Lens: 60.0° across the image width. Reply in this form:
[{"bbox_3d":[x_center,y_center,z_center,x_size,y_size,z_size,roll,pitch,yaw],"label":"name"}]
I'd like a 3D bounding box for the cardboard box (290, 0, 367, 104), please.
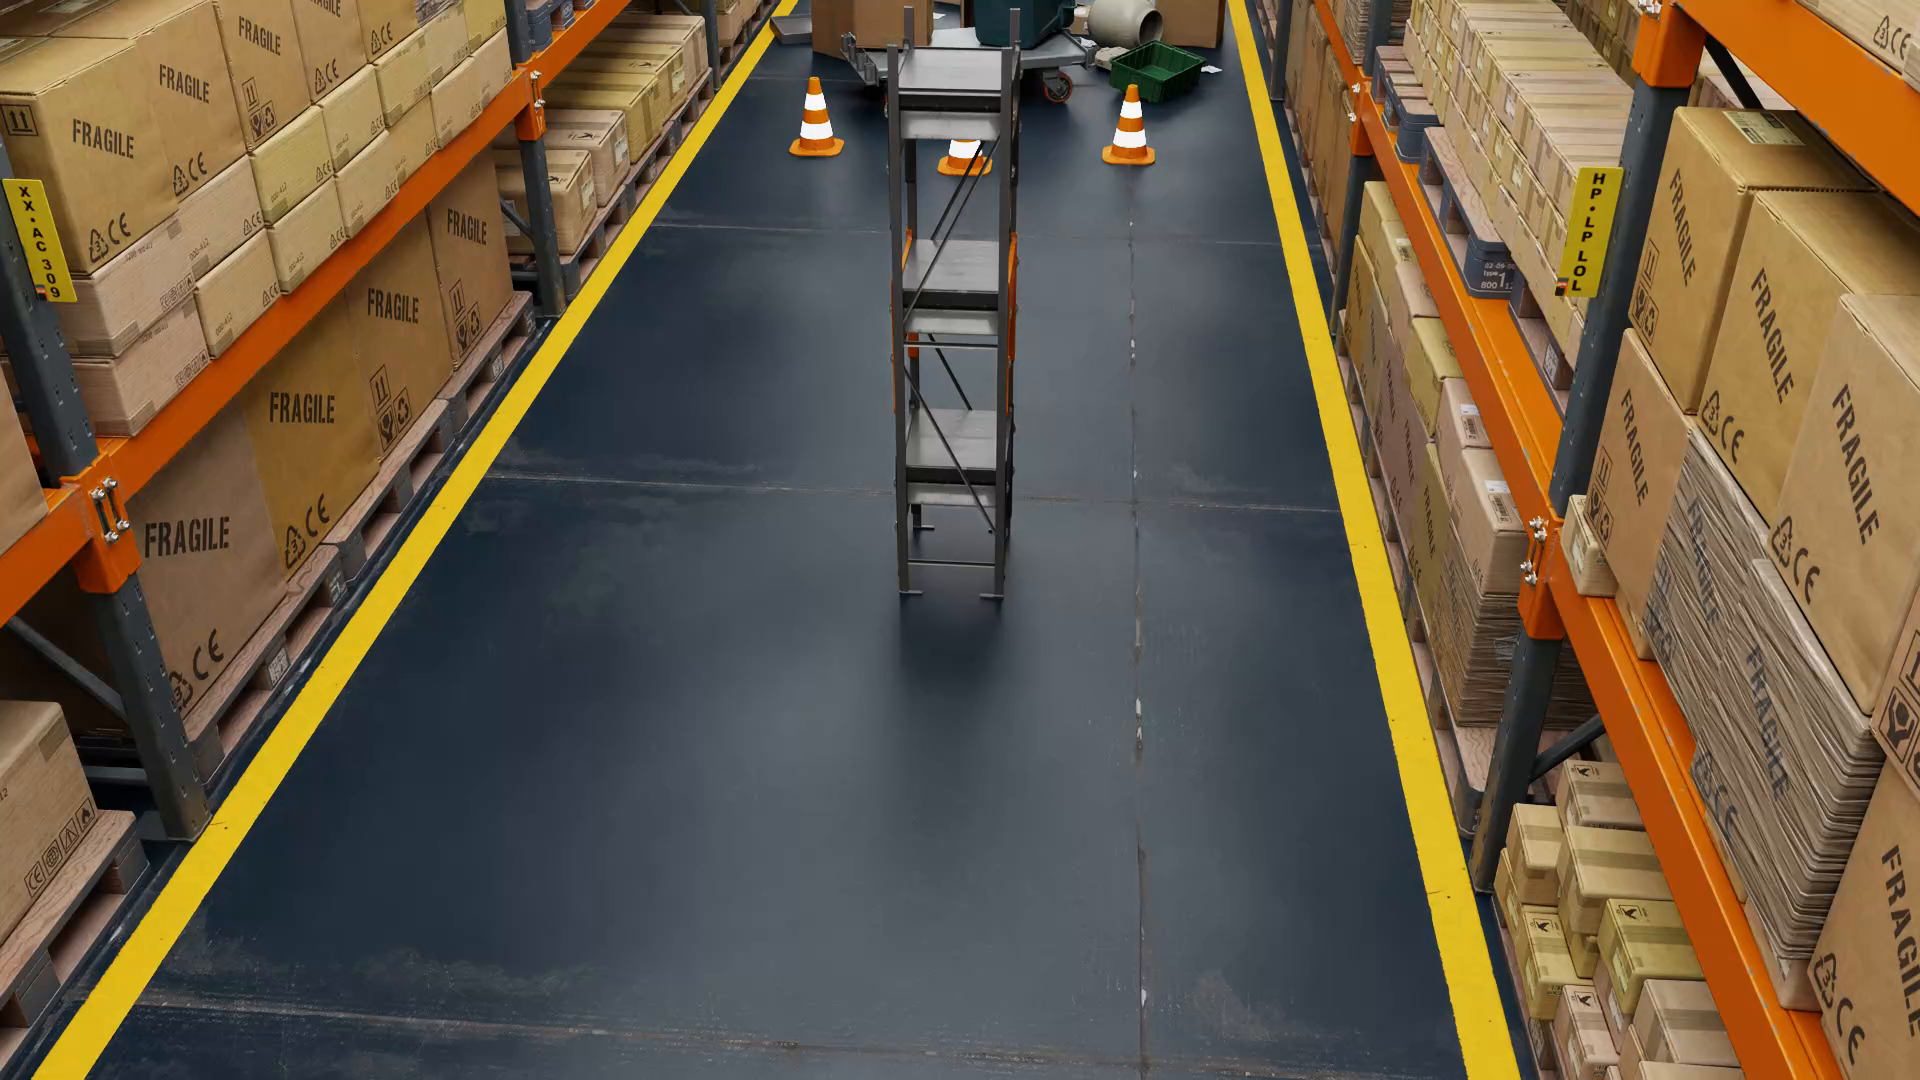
[{"bbox_3d":[-2.471,-1.863,5.866,0.500,0.500,0.500,2,32,3],"label":"cardboard box"}]

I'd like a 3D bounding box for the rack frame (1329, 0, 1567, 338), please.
[{"bbox_3d":[2.382,-2.310,7.640,1.000,3.000,0.127,2,32,4],"label":"rack frame"}]

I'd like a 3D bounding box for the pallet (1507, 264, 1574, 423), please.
[{"bbox_3d":[2.263,-0.530,4.934,1.003,0.211,1.213,2,32,4],"label":"pallet"}]

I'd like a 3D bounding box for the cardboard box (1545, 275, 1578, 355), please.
[{"bbox_3d":[1.911,-0.642,4.773,0.380,0.149,0.250,3,32,4],"label":"cardboard box"}]

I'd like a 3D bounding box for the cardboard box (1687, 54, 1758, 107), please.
[{"bbox_3d":[2.669,-1.547,5.674,0.380,0.149,0.250,3,32,5],"label":"cardboard box"}]

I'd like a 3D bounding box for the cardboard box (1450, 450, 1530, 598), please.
[{"bbox_3d":[1.865,-0.053,5.244,0.500,0.250,0.500,2,32,3],"label":"cardboard box"}]

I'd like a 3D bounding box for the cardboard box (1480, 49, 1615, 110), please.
[{"bbox_3d":[2.021,-1.584,5.734,0.380,0.149,0.250,2,32,3],"label":"cardboard box"}]

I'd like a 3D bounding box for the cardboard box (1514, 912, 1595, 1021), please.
[{"bbox_3d":[1.684,1.132,4.371,0.380,0.149,0.250,3,32,5],"label":"cardboard box"}]

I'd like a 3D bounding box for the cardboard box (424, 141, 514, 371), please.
[{"bbox_3d":[-2.699,-1.385,7.764,0.875,0.875,0.875,2,32,4],"label":"cardboard box"}]

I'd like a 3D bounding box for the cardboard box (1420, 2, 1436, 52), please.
[{"bbox_3d":[2.122,-2.123,6.891,0.380,0.149,0.250,4,32,6],"label":"cardboard box"}]

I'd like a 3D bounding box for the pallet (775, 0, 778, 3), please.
[{"bbox_3d":[-2.017,-5.002,14.665,1.003,0.211,1.213,2,32,4],"label":"pallet"}]

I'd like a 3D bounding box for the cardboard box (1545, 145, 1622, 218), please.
[{"bbox_3d":[1.938,-1.038,4.847,0.380,0.149,0.250,1,32,2],"label":"cardboard box"}]

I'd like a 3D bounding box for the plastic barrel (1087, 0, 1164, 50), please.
[{"bbox_3d":[1.271,-3.964,12.778,0.512,0.421,0.421,27,41,37],"label":"plastic barrel"}]

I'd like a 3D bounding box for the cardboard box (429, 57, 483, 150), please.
[{"bbox_3d":[-2.369,-1.862,7.055,0.500,0.250,0.500,3,32,5],"label":"cardboard box"}]

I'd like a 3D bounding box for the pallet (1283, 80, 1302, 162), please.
[{"bbox_3d":[2.719,-2.808,11.105,1.003,0.211,1.213,2,32,4],"label":"pallet"}]

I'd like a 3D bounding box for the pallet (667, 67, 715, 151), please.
[{"bbox_3d":[-2.297,-2.966,11.362,1.003,0.211,1.213,2,32,4],"label":"pallet"}]

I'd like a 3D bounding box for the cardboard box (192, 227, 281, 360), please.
[{"bbox_3d":[-2.546,-0.803,5.337,0.500,0.250,0.500,2,32,3],"label":"cardboard box"}]

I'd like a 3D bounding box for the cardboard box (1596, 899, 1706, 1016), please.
[{"bbox_3d":[1.768,1.010,4.002,0.380,0.149,0.250,2,32,3],"label":"cardboard box"}]

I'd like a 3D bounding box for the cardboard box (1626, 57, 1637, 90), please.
[{"bbox_3d":[2.713,-1.693,6.193,0.380,0.149,0.250,2,32,4],"label":"cardboard box"}]

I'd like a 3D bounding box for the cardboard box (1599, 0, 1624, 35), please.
[{"bbox_3d":[2.755,-2.091,6.556,0.380,0.149,0.250,3,32,5],"label":"cardboard box"}]

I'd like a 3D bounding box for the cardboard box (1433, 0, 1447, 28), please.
[{"bbox_3d":[2.107,-2.133,6.625,0.380,0.149,0.250,2,32,4],"label":"cardboard box"}]

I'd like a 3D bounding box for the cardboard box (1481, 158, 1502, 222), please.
[{"bbox_3d":[1.994,-1.188,5.658,0.380,0.149,0.250,4,32,6],"label":"cardboard box"}]

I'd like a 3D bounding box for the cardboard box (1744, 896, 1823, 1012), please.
[{"bbox_3d":[1.648,0.713,2.973,0.380,0.149,0.250,4,32,6],"label":"cardboard box"}]

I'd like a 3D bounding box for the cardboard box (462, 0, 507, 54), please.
[{"bbox_3d":[-2.346,-2.354,7.377,0.500,0.250,0.500,2,32,4],"label":"cardboard box"}]

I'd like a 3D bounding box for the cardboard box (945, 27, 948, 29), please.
[{"bbox_3d":[-0.029,-3.731,12.551,0.258,0.266,0.396,-20,37,-29],"label":"cardboard box"}]

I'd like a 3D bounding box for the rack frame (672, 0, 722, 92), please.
[{"bbox_3d":[-2.235,-4.560,11.291,1.000,3.000,0.127,2,32,4],"label":"rack frame"}]

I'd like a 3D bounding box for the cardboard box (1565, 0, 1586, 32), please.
[{"bbox_3d":[2.795,-2.231,7.067,0.380,0.149,0.250,3,32,5],"label":"cardboard box"}]

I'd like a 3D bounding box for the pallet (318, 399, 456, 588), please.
[{"bbox_3d":[-2.802,-0.236,6.933,1.003,0.211,1.213,2,32,4],"label":"pallet"}]

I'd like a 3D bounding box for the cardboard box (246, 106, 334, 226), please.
[{"bbox_3d":[-2.487,-1.281,5.636,0.500,0.250,0.500,3,32,5],"label":"cardboard box"}]

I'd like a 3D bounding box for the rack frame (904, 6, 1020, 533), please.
[{"bbox_3d":[0.006,-0.935,6.266,0.400,2.100,0.015,2,32,4],"label":"rack frame"}]

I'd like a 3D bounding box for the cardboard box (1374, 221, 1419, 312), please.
[{"bbox_3d":[2.043,-1.129,6.990,0.500,0.250,0.500,2,32,3],"label":"cardboard box"}]

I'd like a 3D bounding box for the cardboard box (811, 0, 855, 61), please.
[{"bbox_3d":[-0.791,-4.000,12.761,0.500,0.500,0.500,27,41,37],"label":"cardboard box"}]

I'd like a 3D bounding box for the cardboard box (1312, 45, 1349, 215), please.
[{"bbox_3d":[2.589,-2.303,9.372,1.050,0.750,0.750,3,32,5],"label":"cardboard box"}]

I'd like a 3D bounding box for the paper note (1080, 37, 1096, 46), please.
[{"bbox_3d":[0.994,-3.923,13.094,0.172,0.023,0.155,14,34,21],"label":"paper note"}]

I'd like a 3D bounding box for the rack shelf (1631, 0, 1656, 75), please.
[{"bbox_3d":[2.219,-2.235,5.344,1.077,0.370,4.000,2,32,4],"label":"rack shelf"}]

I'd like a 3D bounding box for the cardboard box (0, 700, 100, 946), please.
[{"bbox_3d":[-3.044,0.858,4.540,0.875,0.438,0.875,2,32,3],"label":"cardboard box"}]

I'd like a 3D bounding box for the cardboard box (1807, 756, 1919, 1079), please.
[{"bbox_3d":[1.640,0.663,2.436,0.500,0.500,0.500,4,32,6],"label":"cardboard box"}]

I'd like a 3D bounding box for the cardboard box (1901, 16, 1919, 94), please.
[{"bbox_3d":[1.662,-0.667,2.257,0.500,0.250,0.500,4,32,6],"label":"cardboard box"}]

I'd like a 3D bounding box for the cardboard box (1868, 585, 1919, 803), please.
[{"bbox_3d":[1.634,0.214,2.211,0.500,0.500,0.500,1,32,2],"label":"cardboard box"}]

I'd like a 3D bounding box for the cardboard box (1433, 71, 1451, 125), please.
[{"bbox_3d":[2.080,-1.734,6.544,0.380,0.149,0.250,4,32,6],"label":"cardboard box"}]

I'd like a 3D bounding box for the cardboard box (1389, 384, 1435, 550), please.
[{"bbox_3d":[1.953,-0.267,6.307,0.500,0.500,0.500,2,32,3],"label":"cardboard box"}]

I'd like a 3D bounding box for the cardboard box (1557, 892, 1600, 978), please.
[{"bbox_3d":[1.776,1.002,4.299,0.380,0.149,0.250,3,32,4],"label":"cardboard box"}]

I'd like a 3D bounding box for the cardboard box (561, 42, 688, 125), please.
[{"bbox_3d":[-2.330,-2.970,10.815,0.950,0.372,0.625,4,32,7],"label":"cardboard box"}]

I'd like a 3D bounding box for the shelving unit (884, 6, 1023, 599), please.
[{"bbox_3d":[-0.013,-0.807,6.059,0.431,2.100,0.503,2,32,4],"label":"shelving unit"}]

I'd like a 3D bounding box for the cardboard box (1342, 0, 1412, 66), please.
[{"bbox_3d":[2.151,-2.600,8.014,0.500,0.500,0.500,2,32,4],"label":"cardboard box"}]

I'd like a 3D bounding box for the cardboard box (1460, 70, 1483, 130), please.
[{"bbox_3d":[2.039,-1.591,6.028,0.380,0.149,0.250,2,32,4],"label":"cardboard box"}]

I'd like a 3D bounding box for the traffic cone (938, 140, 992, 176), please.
[{"bbox_3d":[0.033,-2.578,10.492,0.336,0.463,0.334,2,32,4],"label":"traffic cone"}]

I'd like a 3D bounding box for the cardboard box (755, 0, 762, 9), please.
[{"bbox_3d":[-1.845,-4.423,13.288,0.500,0.250,0.500,2,32,3],"label":"cardboard box"}]

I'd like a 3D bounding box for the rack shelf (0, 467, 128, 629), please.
[{"bbox_3d":[-3.049,0.975,2.995,1.077,0.370,4.000,2,32,4],"label":"rack shelf"}]

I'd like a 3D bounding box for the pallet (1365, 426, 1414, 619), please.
[{"bbox_3d":[2.215,-0.078,6.676,1.003,0.211,1.213,2,32,4],"label":"pallet"}]

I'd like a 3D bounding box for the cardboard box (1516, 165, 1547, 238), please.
[{"bbox_3d":[1.953,-1.044,5.141,0.380,0.149,0.250,1,32,2],"label":"cardboard box"}]
